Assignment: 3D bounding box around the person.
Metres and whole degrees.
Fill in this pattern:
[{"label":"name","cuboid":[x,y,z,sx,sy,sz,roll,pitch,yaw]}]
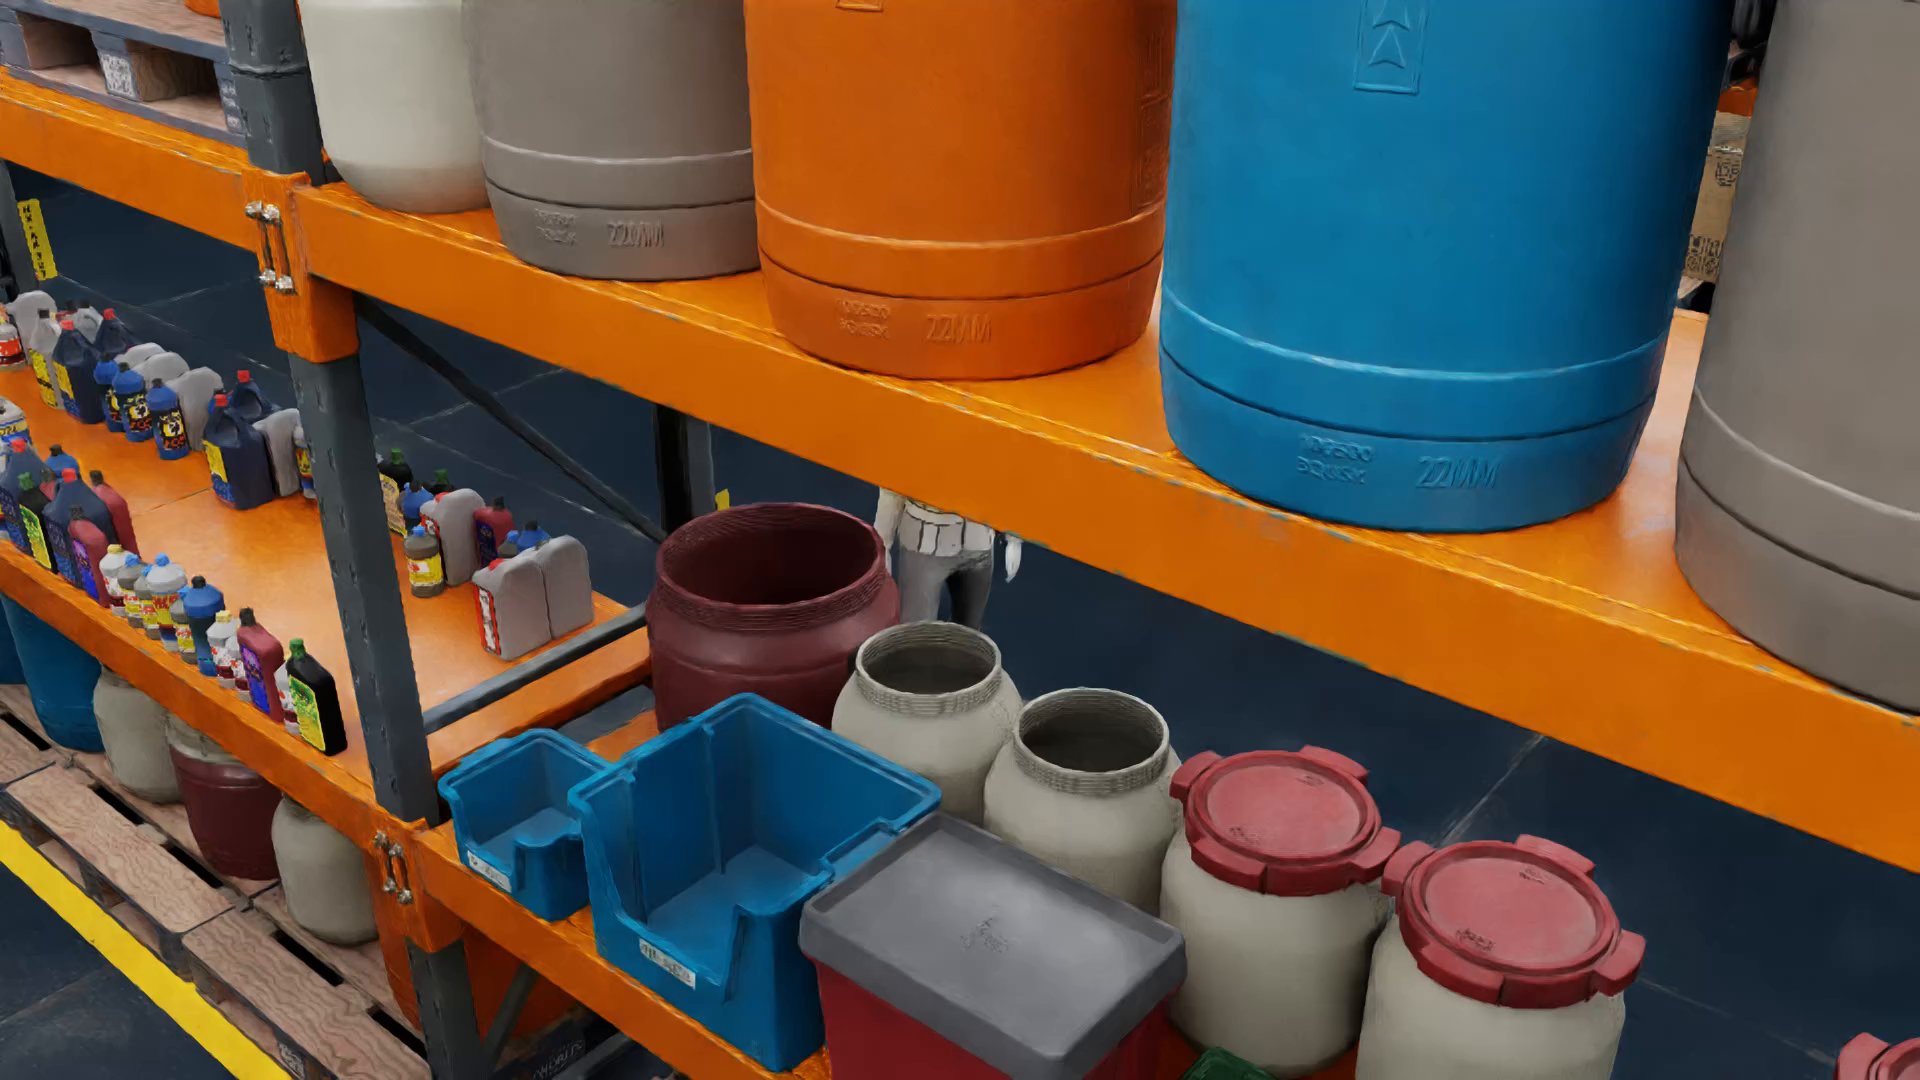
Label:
[{"label":"person","cuboid":[-0.049,0.054,5.980,0.649,1.649,0.622,-13,30,-23]}]
